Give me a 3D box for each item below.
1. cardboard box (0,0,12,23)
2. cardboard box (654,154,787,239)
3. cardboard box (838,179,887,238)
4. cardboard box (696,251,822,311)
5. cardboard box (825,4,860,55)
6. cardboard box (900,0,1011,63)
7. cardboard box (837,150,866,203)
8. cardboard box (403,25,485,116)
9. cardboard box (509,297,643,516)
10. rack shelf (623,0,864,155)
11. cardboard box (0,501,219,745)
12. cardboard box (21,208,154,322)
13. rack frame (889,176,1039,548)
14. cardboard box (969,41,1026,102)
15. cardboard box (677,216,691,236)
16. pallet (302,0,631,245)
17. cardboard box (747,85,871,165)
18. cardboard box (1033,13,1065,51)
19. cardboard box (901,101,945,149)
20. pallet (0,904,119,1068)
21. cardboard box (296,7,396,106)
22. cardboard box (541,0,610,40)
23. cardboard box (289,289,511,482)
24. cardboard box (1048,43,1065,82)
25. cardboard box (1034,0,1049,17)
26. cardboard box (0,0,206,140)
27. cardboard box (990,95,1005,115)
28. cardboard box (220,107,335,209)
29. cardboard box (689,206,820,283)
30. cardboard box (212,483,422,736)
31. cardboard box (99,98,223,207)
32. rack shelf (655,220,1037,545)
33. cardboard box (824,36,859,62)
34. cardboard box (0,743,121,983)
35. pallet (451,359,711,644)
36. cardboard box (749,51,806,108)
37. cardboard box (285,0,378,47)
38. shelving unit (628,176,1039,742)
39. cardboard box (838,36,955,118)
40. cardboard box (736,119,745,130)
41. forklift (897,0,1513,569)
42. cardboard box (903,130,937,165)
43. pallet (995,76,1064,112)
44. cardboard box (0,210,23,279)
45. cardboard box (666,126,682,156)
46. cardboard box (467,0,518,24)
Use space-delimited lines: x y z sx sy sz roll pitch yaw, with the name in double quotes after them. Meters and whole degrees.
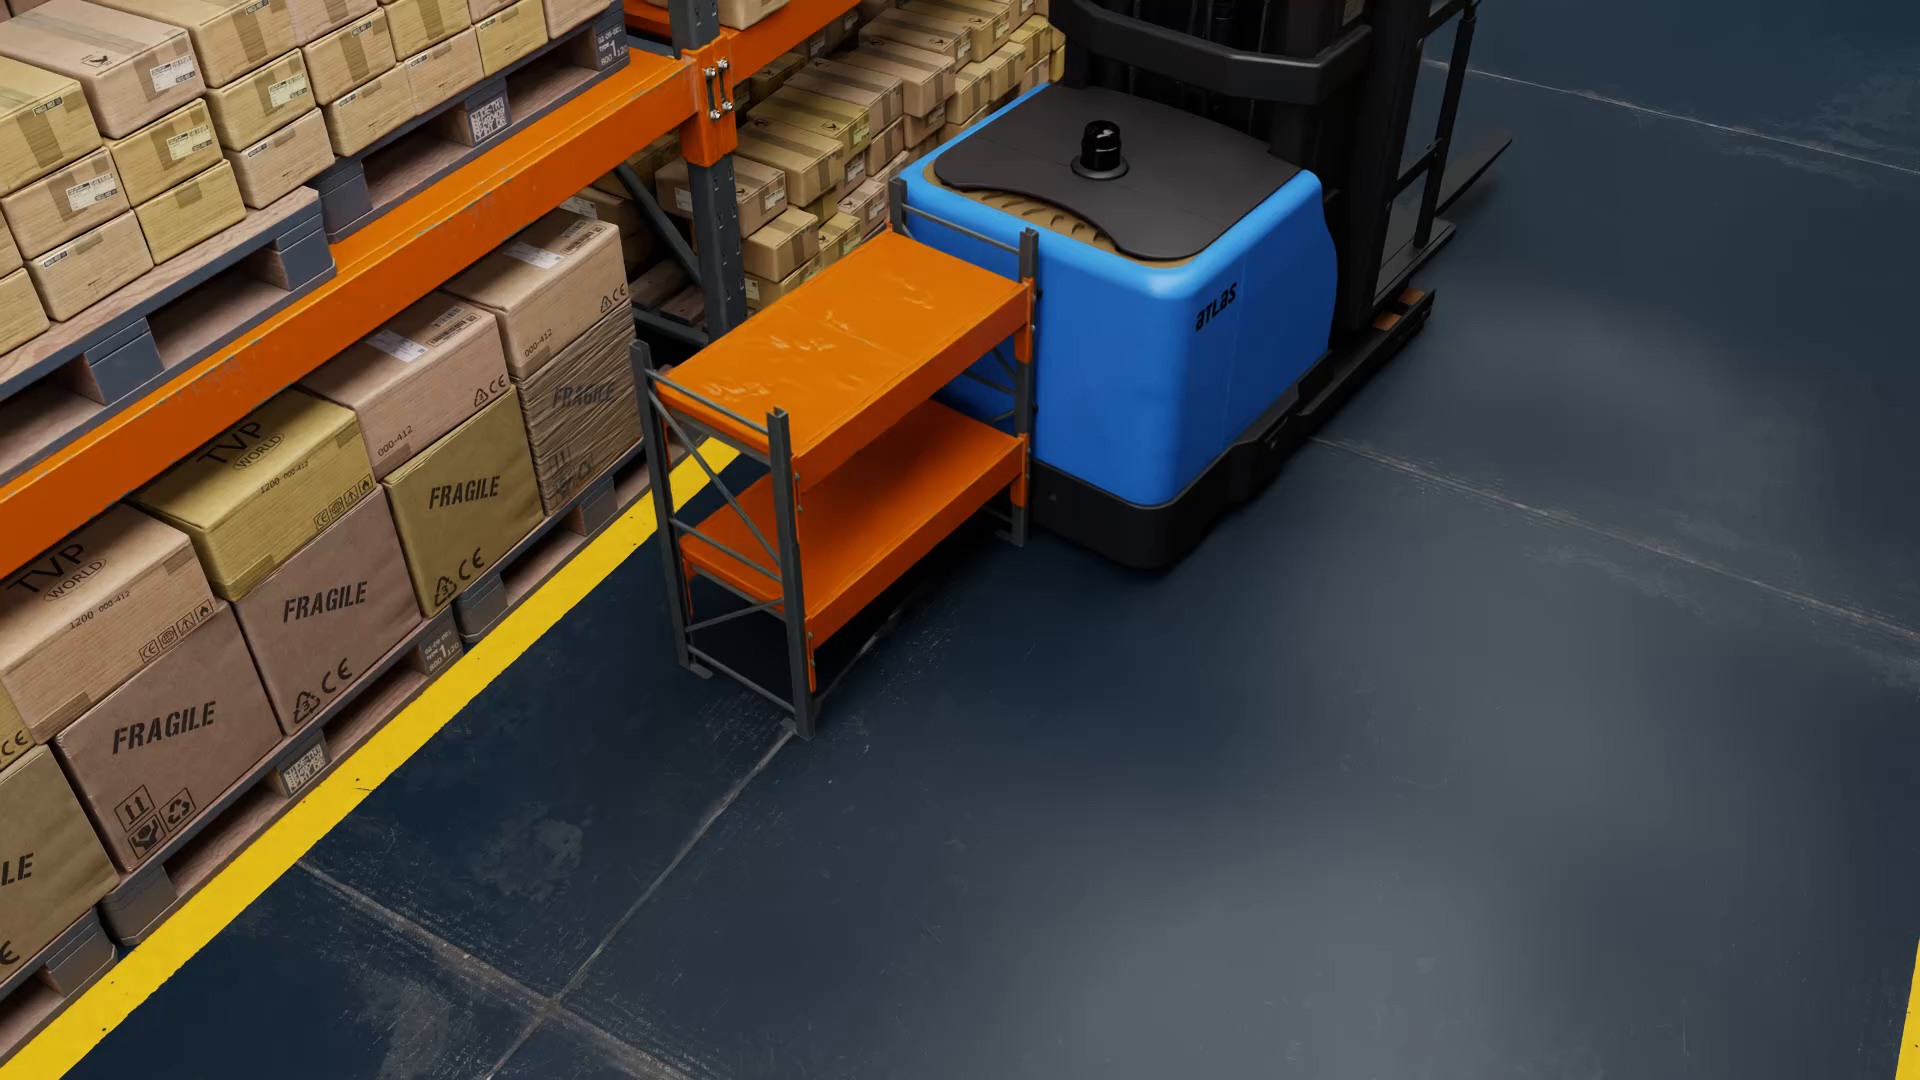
-2.417 -1.240 3.811 0.380 0.149 0.250 23 46 24 "cardboard box"
-0.823 -1.206 5.739 0.380 0.149 0.250 23 46 24 "cardboard box"
-0.502 -1.268 6.260 0.380 0.149 0.250 21 45 22 "cardboard box"
-0.715 -0.957 5.906 0.380 0.149 0.250 19 45 20 "cardboard box"
-0.633 -2.138 6.797 0.380 0.149 0.250 19 45 21 "cardboard box"
-0.019 -2.092 6.745 0.380 0.149 0.250 21 46 22 "cardboard box"
-0.577 -1.393 6.177 0.380 0.149 0.250 21 45 22 "cardboard box"
-1.458 -1.247 4.268 0.380 0.149 0.250 21 45 22 "cardboard box"
-1.327 -0.479 5.098 0.500 0.500 0.500 20 45 21 "cardboard box"
-0.174 -2.641 6.524 1.077 0.370 4.000 21 45 22 "rack shelf"
-2.110 0.137 3.830 0.500 0.250 0.500 21 46 22 "cardboard box"
-1.985 -0.638 3.578 0.380 0.149 0.250 19 45 21 "cardboard box"
0.006 -0.504 4.971 0.500 1.125 0.032 27 48 27 "rack frame"
0.045 -1.953 6.812 0.380 0.149 0.250 21 46 22 "cardboard box"
-1.072 -1.313 6.310 0.380 0.149 0.250 22 46 23 "cardboard box"
-1.684 -1.306 4.608 1.003 0.211 1.213 21 45 22 "pallet"
-0.550 -1.505 6.079 0.380 0.149 0.250 20 45 21 "cardboard box"
0.303 -2.260 7.161 0.380 0.149 0.250 22 46 23 "cardboard box"
-0.282 -1.697 6.521 0.380 0.149 0.250 23 46 24 "cardboard box"
-2.785 1.122 3.816 1.003 0.211 1.213 21 45 22 "pallet"
-1.594 -1.199 3.989 0.380 0.149 0.250 19 45 21 "cardboard box"
-1.203 -1.537 4.598 0.380 0.149 0.250 20 45 21 "cardboard box"
-1.598 -0.468 4.518 0.500 0.250 0.500 23 46 24 "cardboard box"
0.310 -2.158 7.270 0.380 0.149 0.250 19 45 20 "cardboard box"
0.315 -2.366 7.056 0.380 0.149 0.250 23 46 24 "cardboard box"
-1.860 -1.014 3.554 0.380 0.149 0.250 19 45 20 "cardboard box"
-0.036 -1.888 6.964 0.380 0.149 0.250 22 46 23 "cardboard box"
-1.718 -0.942 3.923 0.380 0.149 0.250 19 45 20 "cardboard box"
-0.717 -1.068 5.807 0.380 0.149 0.250 23 46 24 "cardboard box"
-1.845 0.106 4.434 0.500 0.500 0.500 20 45 21 "cardboard box"
-1.860 -0.893 3.642 0.380 0.149 0.250 21 46 22 "cardboard box"
-0.302 -0.456 4.474 0.538 0.278 1.000 27 48 27 "rack shelf"
-0.577 -1.980 6.843 0.380 0.149 0.250 19 45 20 "cardboard box"
-2.353 0.693 3.767 0.500 0.500 0.500 21 46 23 "cardboard box"
-1.564 -0.274 5.402 1.003 0.211 1.213 21 45 22 "pallet"
-0.813 -1.794 6.407 0.380 0.149 0.250 22 46 23 "cardboard box"
-1.603 -1.308 3.887 0.380 0.149 0.250 21 45 22 "cardboard box"
-0.302 -0.236 4.667 0.538 1.125 1.048 27 48 27 "shelving unit"
-0.242 -1.781 6.392 0.380 0.149 0.250 22 46 23 "cardboard box"
-1.049 -1.570 6.377 0.380 0.149 0.250 19 45 21 "cardboard box"
1.080 -1.935 5.230 1.130 2.935 3.031 27 48 27 "forklift"
-0.314 -1.596 6.632 0.380 0.149 0.250 19 45 20 "cardboard box"
-0.260 -1.817 7.154 1.003 0.211 1.213 21 45 22 "pallet"
-2.118 -0.600 3.309 0.380 0.149 0.250 21 45 22 "cardboard box"
-1.129 -1.527 6.103 0.380 0.149 0.250 21 46 23 "cardboard box"
-1.334 -1.498 4.328 0.380 0.149 0.250 21 46 22 "cardboard box"
